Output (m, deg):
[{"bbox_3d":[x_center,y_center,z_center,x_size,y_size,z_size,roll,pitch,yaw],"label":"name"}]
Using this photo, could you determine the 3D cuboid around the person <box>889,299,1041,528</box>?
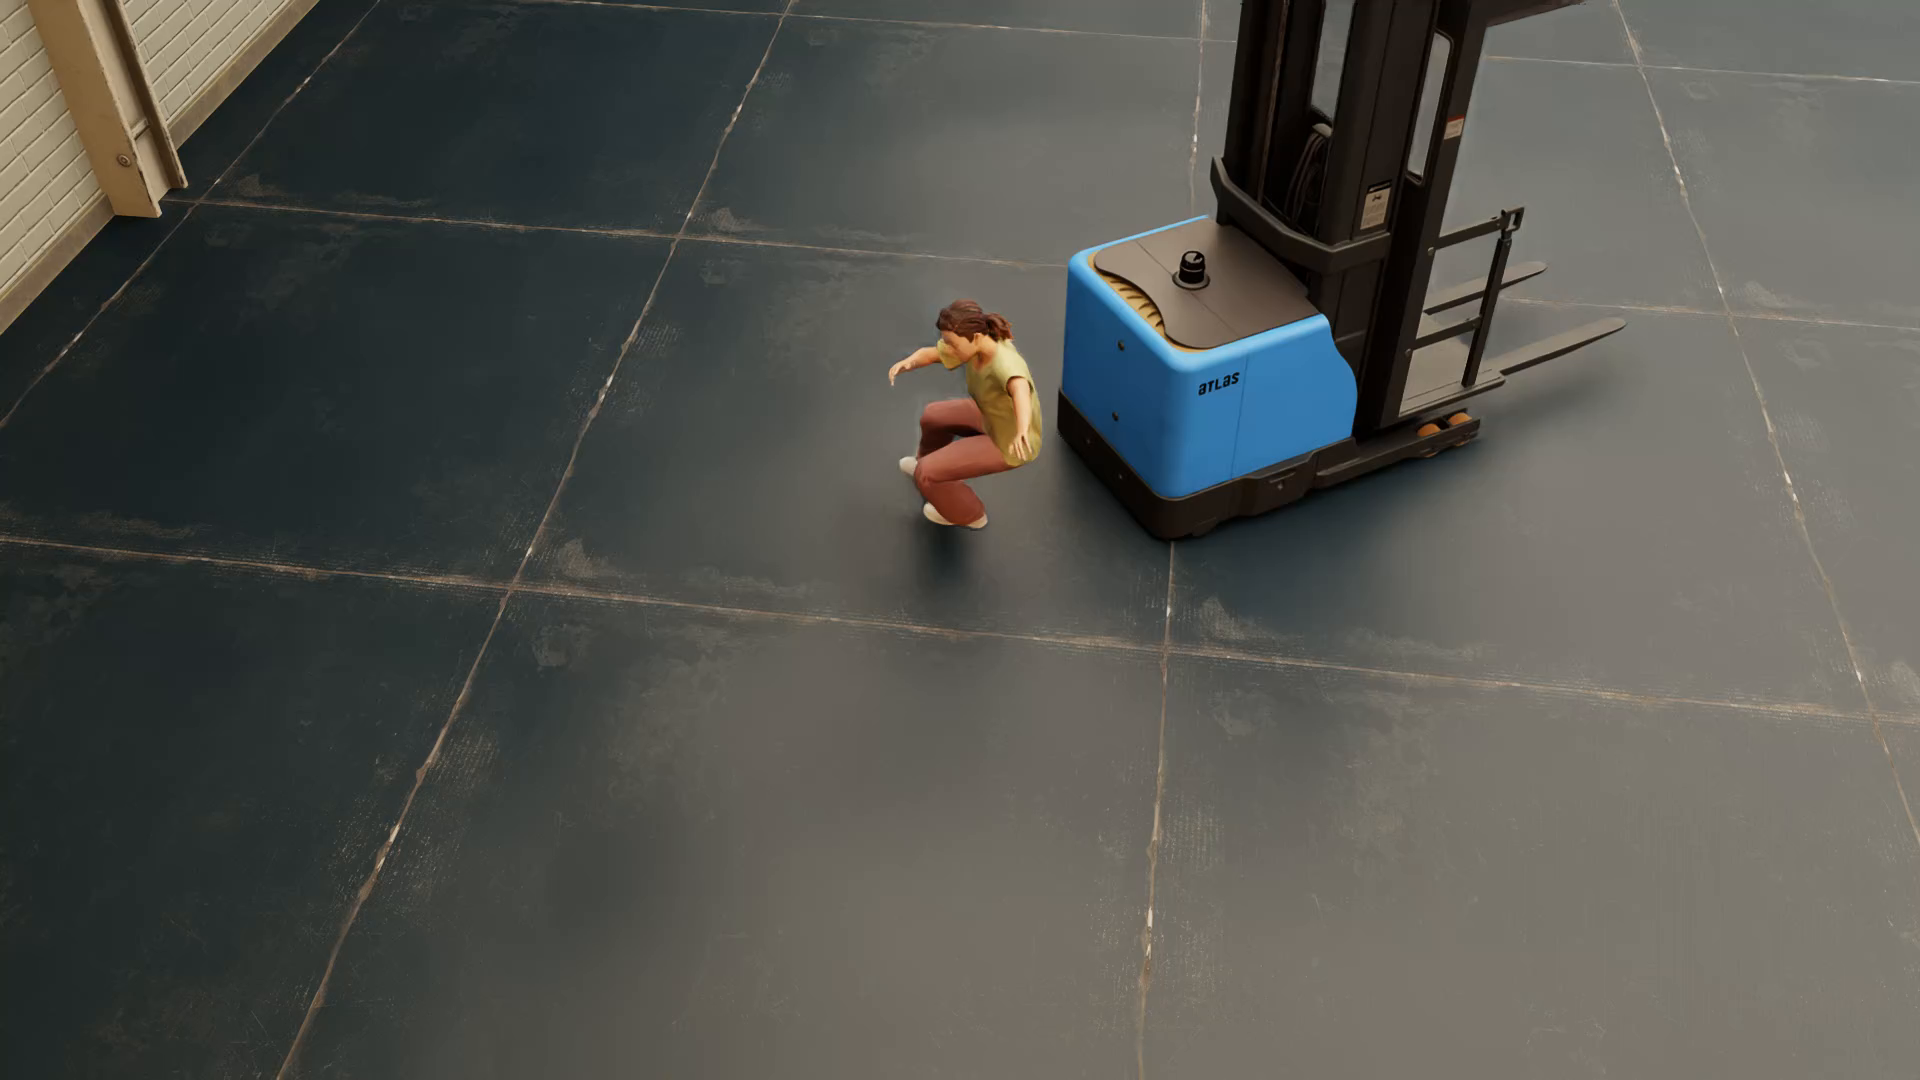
[{"bbox_3d":[0.036,-0.439,7.367,0.681,1.383,1.454,-9,43,-10],"label":"person"}]

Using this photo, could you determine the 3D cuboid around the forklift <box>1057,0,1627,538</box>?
[{"bbox_3d":[2.040,-1.793,7.676,3.031,2.935,1.130,-19,46,-20],"label":"forklift"}]
